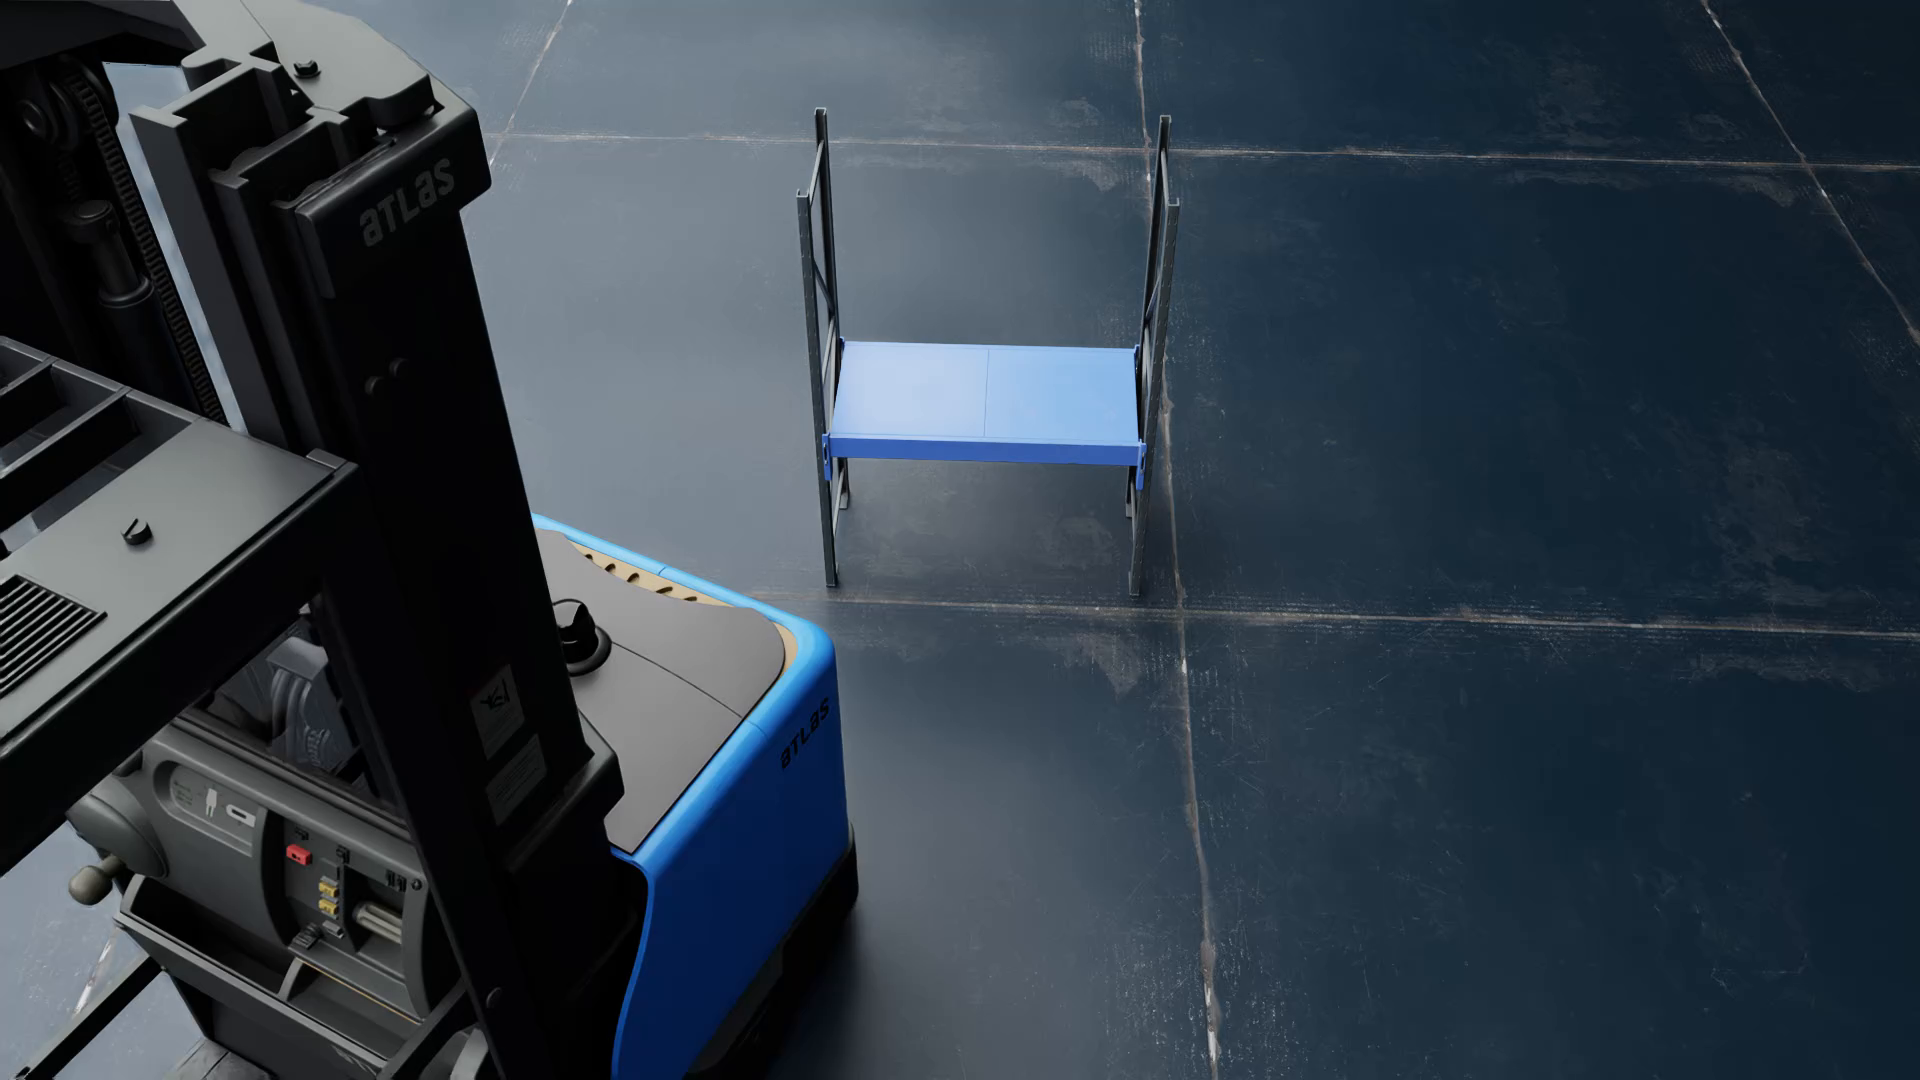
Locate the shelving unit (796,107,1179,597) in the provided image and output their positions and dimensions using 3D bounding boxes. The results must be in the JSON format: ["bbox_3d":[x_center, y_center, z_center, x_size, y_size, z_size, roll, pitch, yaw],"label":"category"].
[{"bbox_3d":[0.085,-0.546,5.236,1.048,1.500,0.538,2,43,2],"label":"shelving unit"}]

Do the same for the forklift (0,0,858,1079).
[{"bbox_3d":[-1.419,0.662,2.889,1.130,2.935,3.031,20,47,20],"label":"forklift"}]

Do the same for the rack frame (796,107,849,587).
[{"bbox_3d":[-0.423,-0.562,5.253,0.032,1.500,0.500,2,43,2],"label":"rack frame"}]

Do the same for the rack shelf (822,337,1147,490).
[{"bbox_3d":[0.085,-0.415,5.359,1.000,0.185,0.538,2,43,2],"label":"rack shelf"}]

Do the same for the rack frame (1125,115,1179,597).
[{"bbox_3d":[0.593,-0.531,5.219,0.032,1.500,0.500,2,43,2],"label":"rack frame"}]
